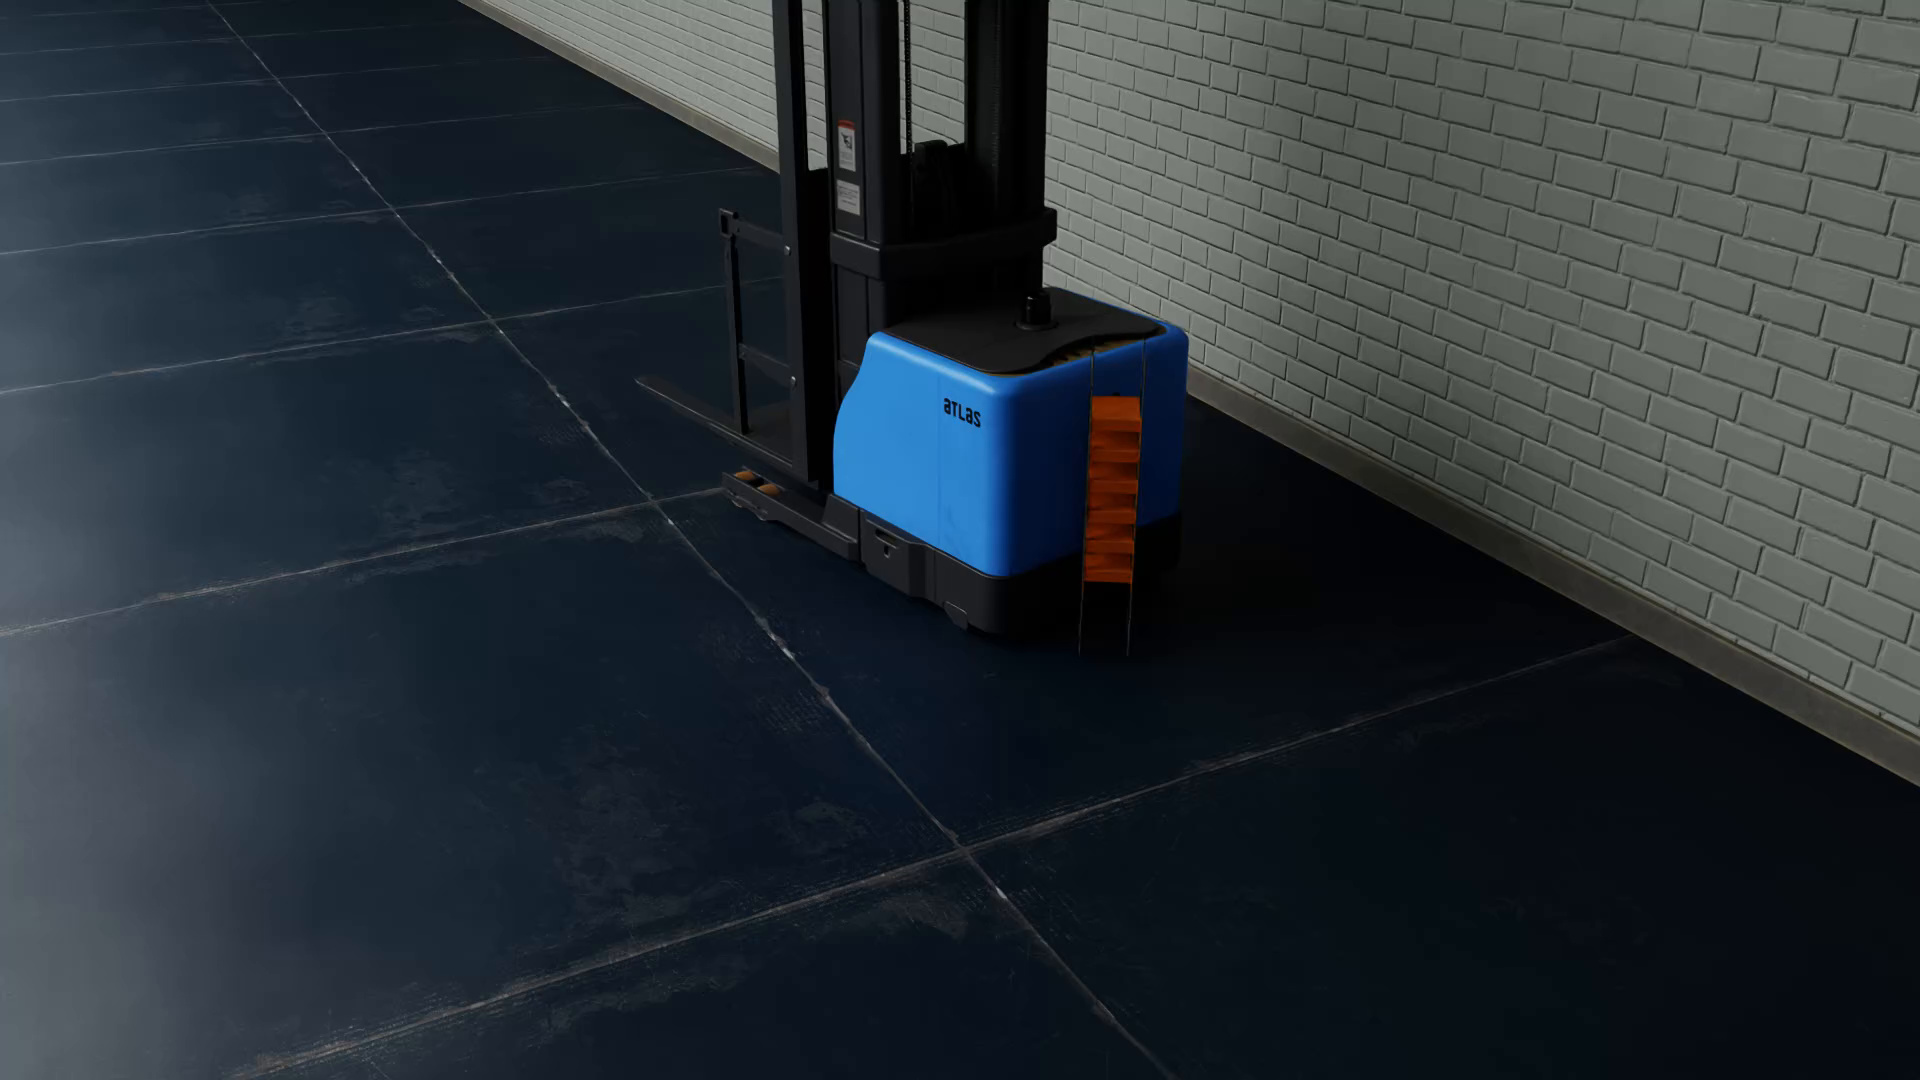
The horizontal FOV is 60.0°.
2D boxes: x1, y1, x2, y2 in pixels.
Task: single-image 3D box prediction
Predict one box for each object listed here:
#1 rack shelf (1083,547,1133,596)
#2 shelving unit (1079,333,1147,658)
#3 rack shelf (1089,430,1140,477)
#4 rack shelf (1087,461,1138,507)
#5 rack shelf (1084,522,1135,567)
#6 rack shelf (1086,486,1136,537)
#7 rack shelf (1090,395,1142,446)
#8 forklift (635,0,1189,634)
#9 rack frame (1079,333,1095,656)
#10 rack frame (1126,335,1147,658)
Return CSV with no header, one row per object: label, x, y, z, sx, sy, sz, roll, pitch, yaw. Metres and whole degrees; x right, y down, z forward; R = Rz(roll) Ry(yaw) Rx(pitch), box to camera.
rack shelf,0.557,0.106,6.278,0.180,0.103,0.258,2,25,4
shelving unit,0.560,-0.152,6.157,0.189,1.200,0.258,2,25,4
rack shelf,0.562,-0.329,6.074,0.180,0.103,0.258,2,25,4
rack shelf,0.561,-0.220,6.125,0.180,0.103,0.258,2,25,4
rack shelf,0.558,-0.003,6.227,0.180,0.103,0.258,2,25,4
rack shelf,0.560,-0.112,6.176,0.180,0.103,0.258,2,25,4
rack shelf,0.564,-0.438,6.024,0.180,0.103,0.258,2,25,4
forklift,-0.422,-1.527,7.026,1.130,2.935,3.031,-20,32,-35
rack frame,0.469,-0.156,6.163,0.006,1.200,0.240,2,25,4
rack frame,0.652,-0.148,6.151,0.006,1.200,0.240,2,25,4
